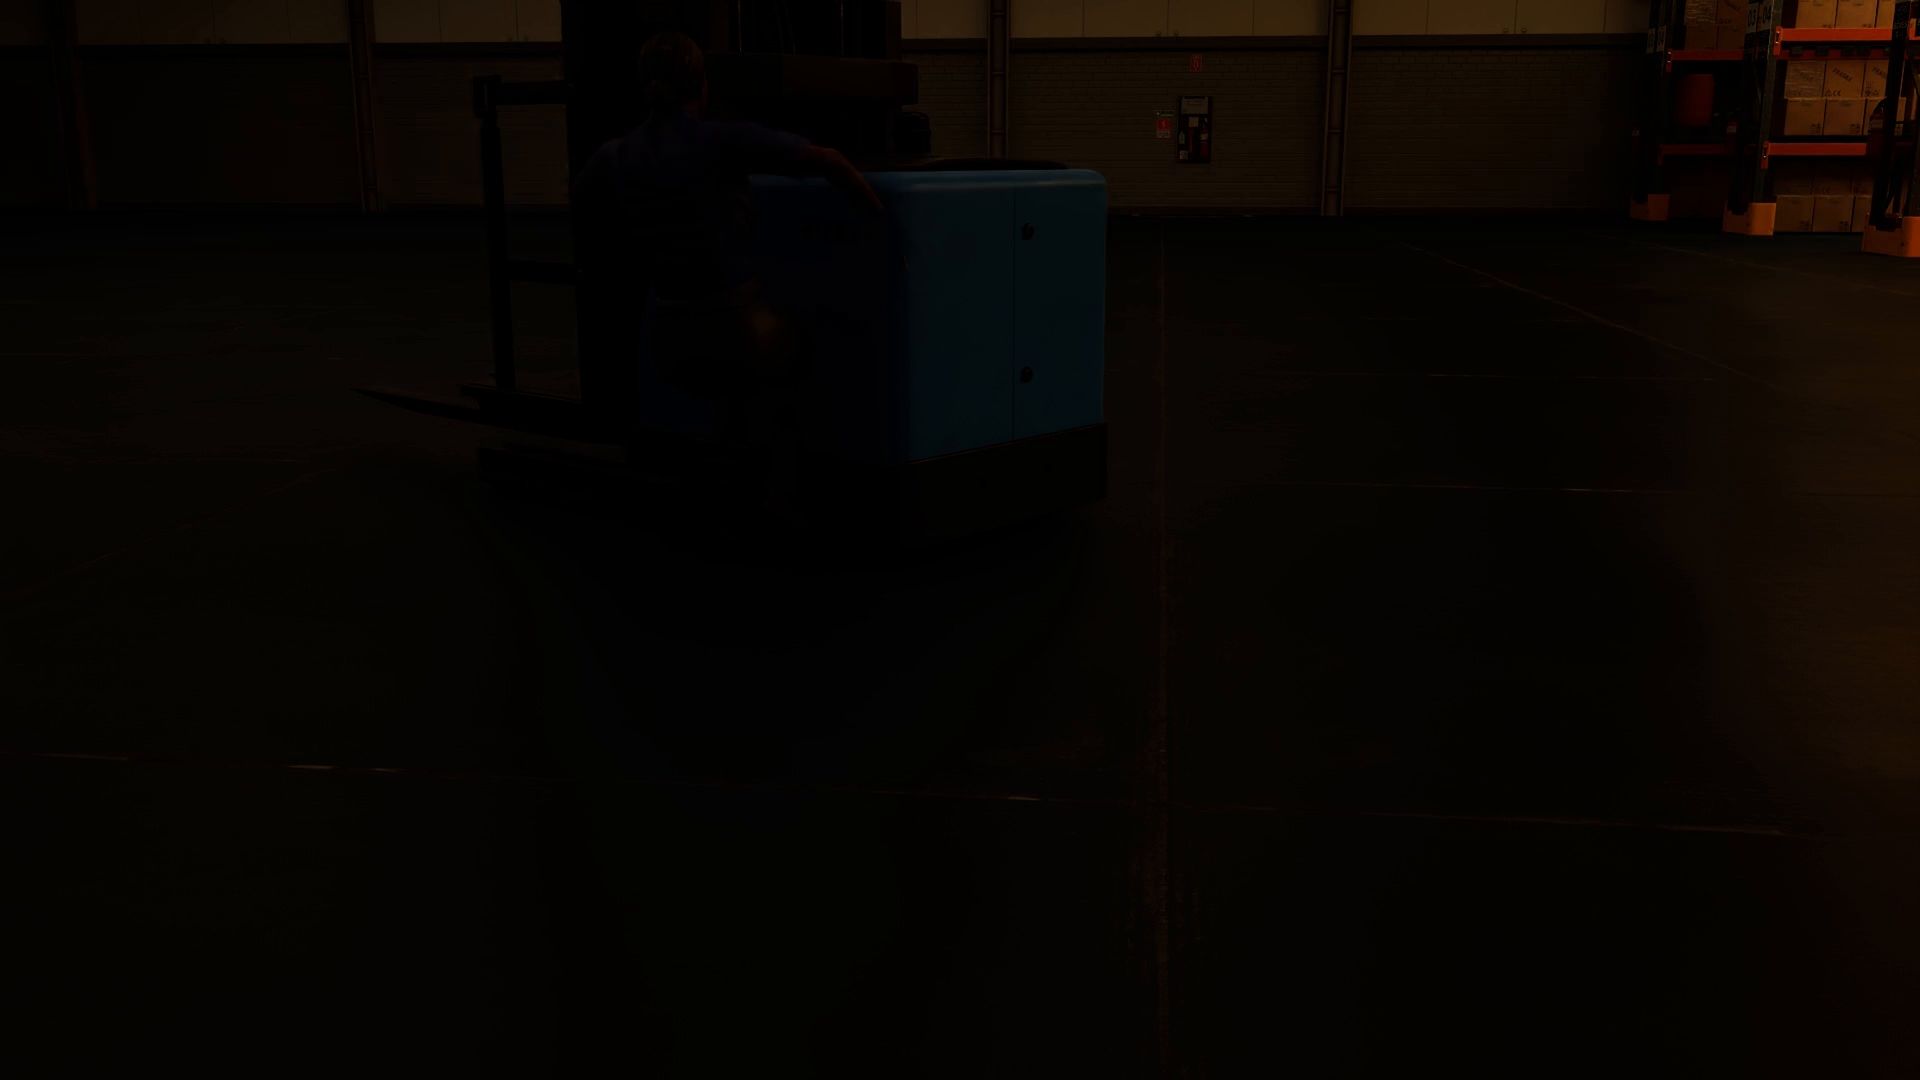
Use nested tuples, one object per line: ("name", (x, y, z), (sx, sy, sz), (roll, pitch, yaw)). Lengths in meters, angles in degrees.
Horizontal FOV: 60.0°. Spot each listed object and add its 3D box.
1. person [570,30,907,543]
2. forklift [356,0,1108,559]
("person", (-0.576, -0.650, 4.585), (0.964, 1.418, 0.801), (3, 14, 14))
("forklift", (-0.989, -1.631, 5.486), (3.031, 2.935, 1.130), (11, 17, 39))
